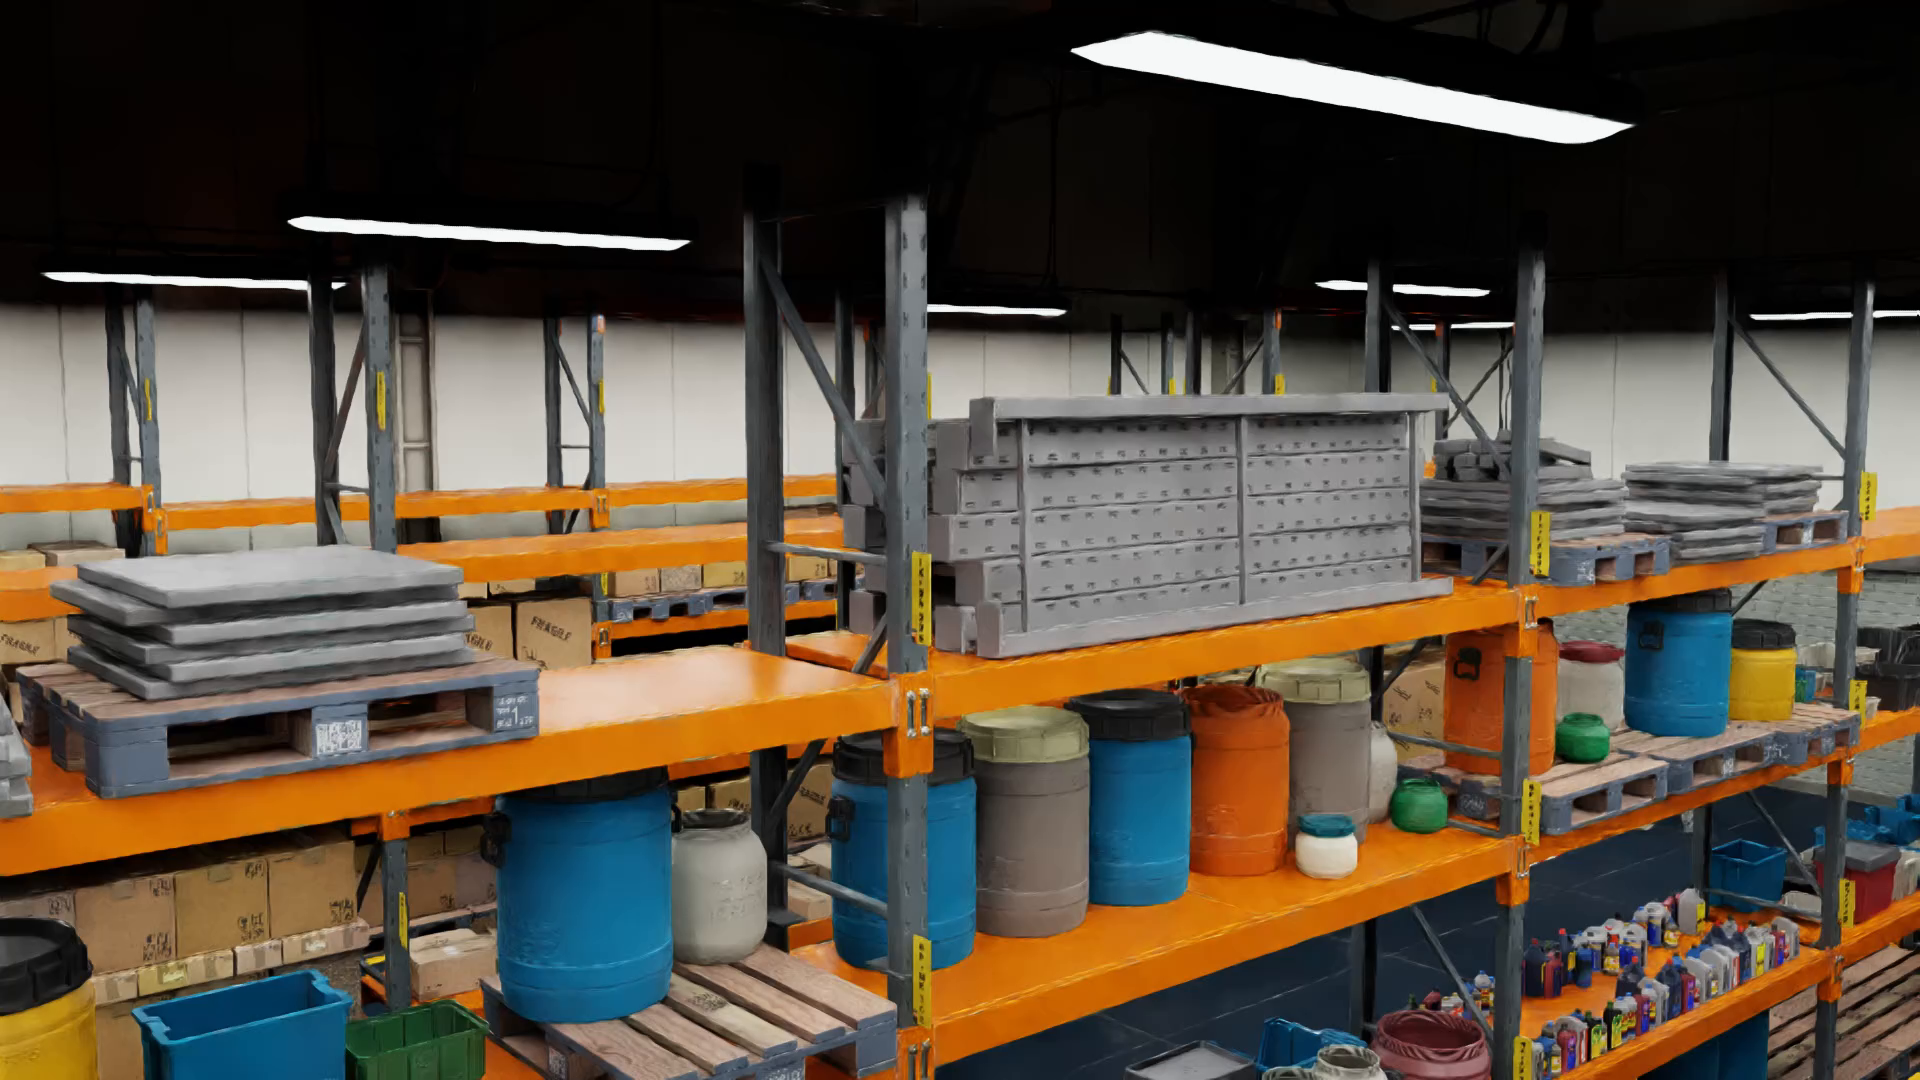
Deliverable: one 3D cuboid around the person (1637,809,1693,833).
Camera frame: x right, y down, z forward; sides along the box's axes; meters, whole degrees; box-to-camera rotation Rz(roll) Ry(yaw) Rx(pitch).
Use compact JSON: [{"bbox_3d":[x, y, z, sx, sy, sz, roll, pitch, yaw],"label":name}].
[{"bbox_3d":[8.105,2.446,18.913,0.708,1.779,0.541,-1,6,-7],"label":"person"}]
